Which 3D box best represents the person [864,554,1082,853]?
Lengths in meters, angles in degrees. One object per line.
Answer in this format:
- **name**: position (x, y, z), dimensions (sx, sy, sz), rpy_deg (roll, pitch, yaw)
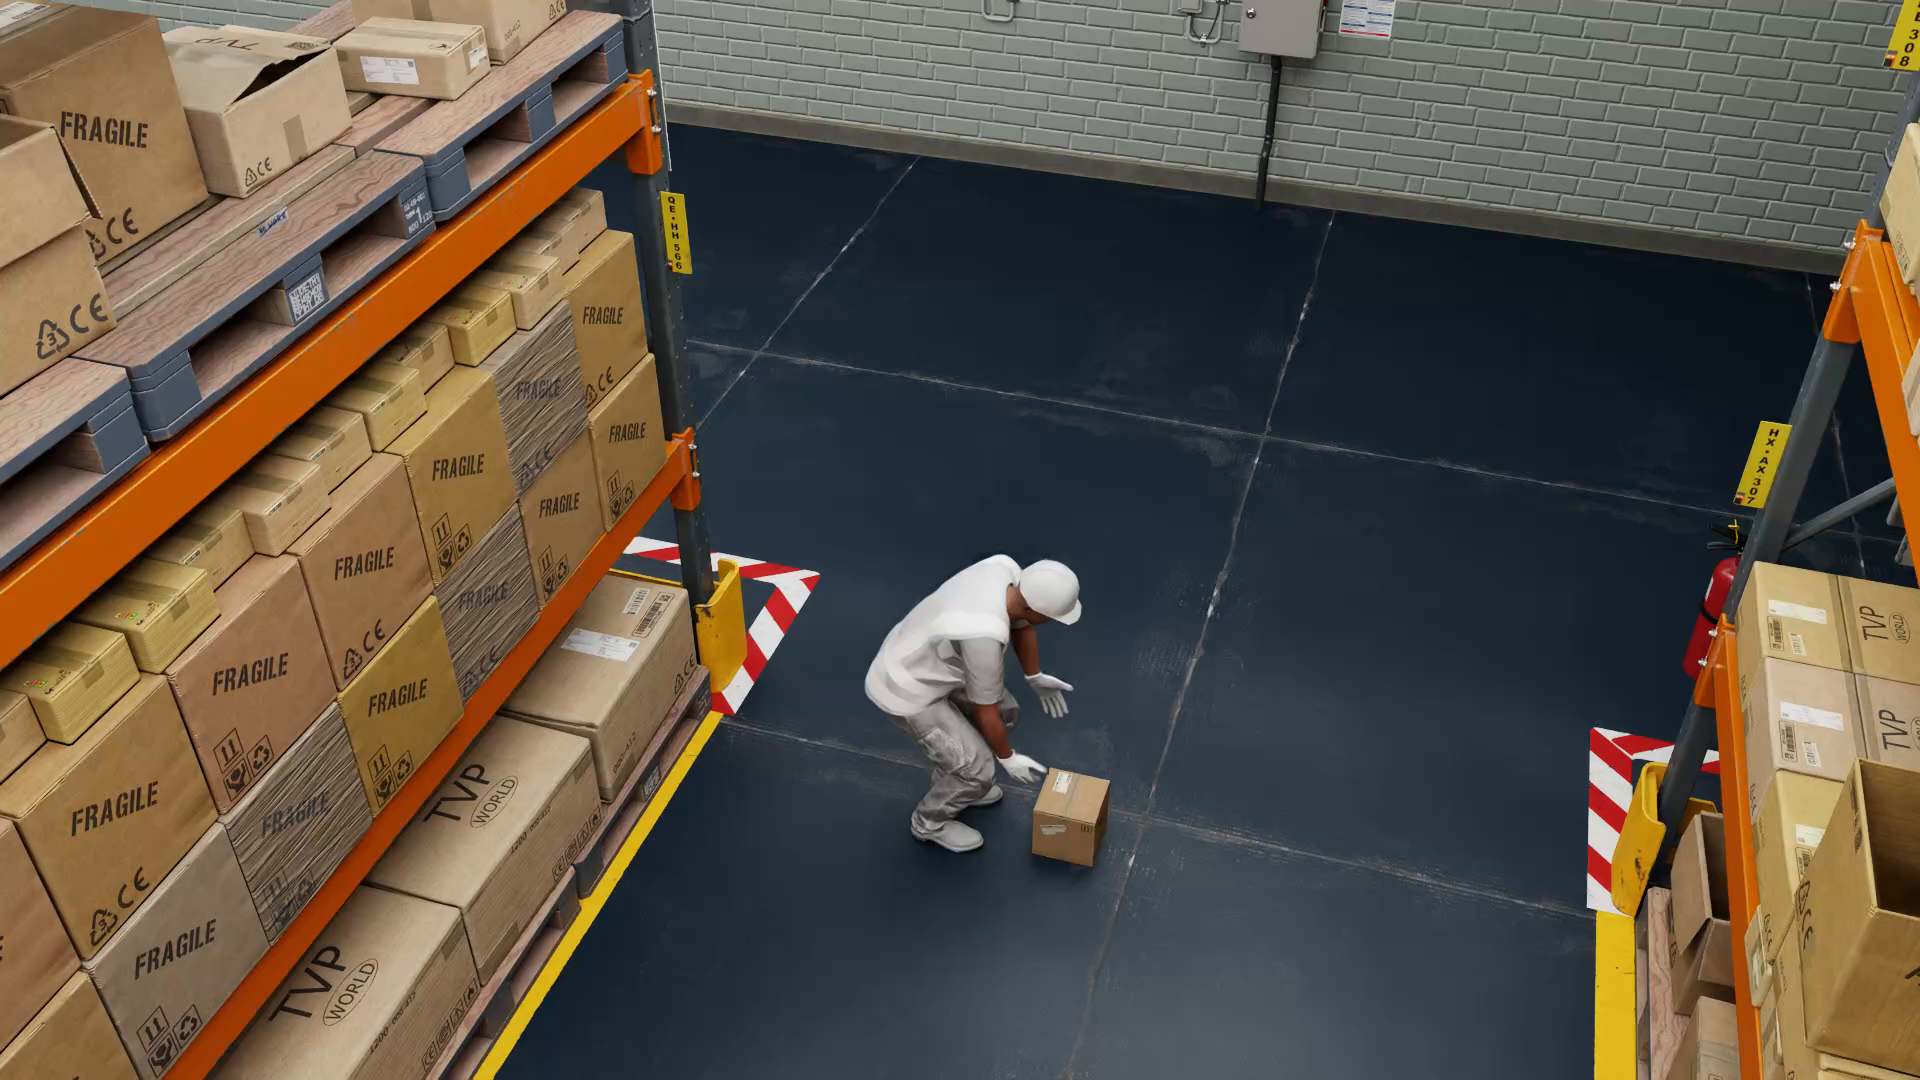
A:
- **person**: position (0.054, 0.579, 6.463), dimensions (0.803, 1.349, 0.612), rpy_deg (11, 38, 14)
